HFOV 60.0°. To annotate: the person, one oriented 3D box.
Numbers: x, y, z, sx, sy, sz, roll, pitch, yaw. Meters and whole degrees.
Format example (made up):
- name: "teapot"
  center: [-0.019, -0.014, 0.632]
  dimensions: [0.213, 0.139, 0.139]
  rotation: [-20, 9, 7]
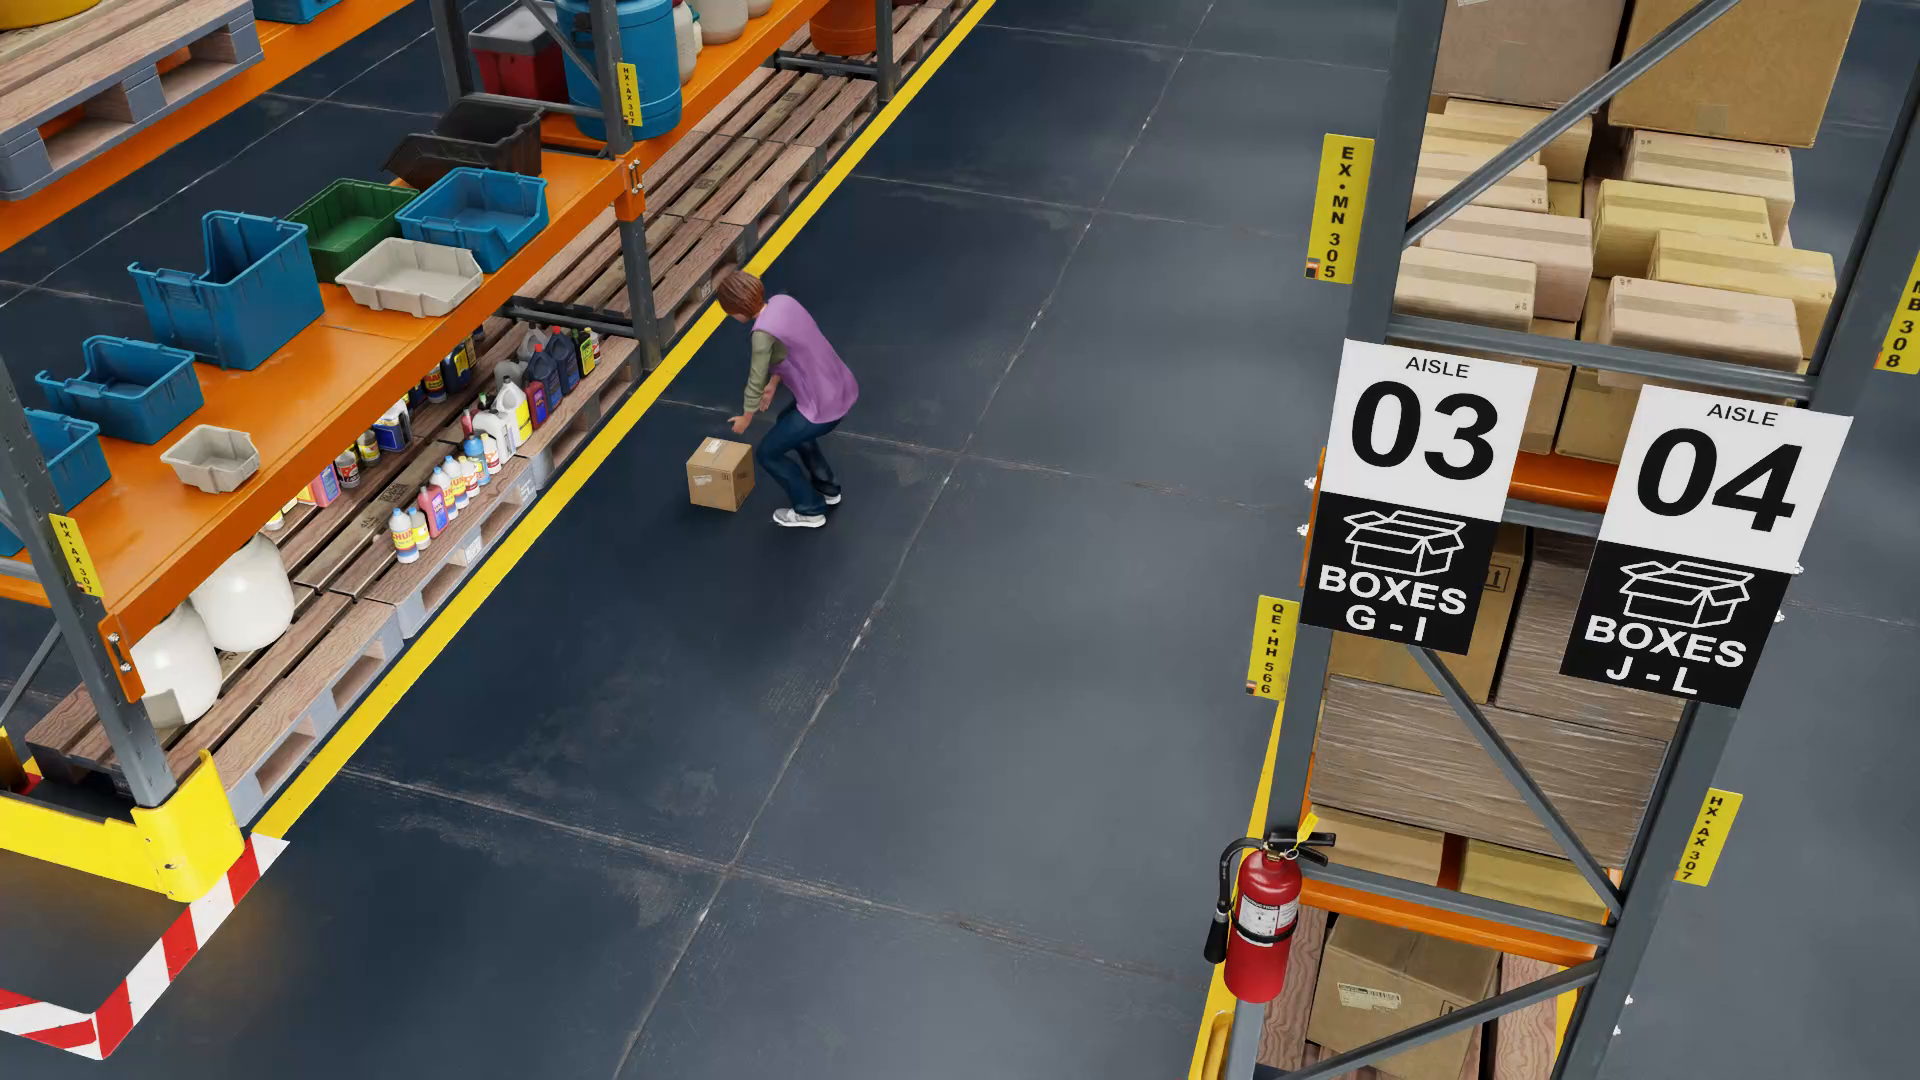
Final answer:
- name: "person"
  center: [-0.820, -0.659, 7.985]
  dimensions: [0.626, 1.325, 0.462]
  rotation: [11, 39, 14]
